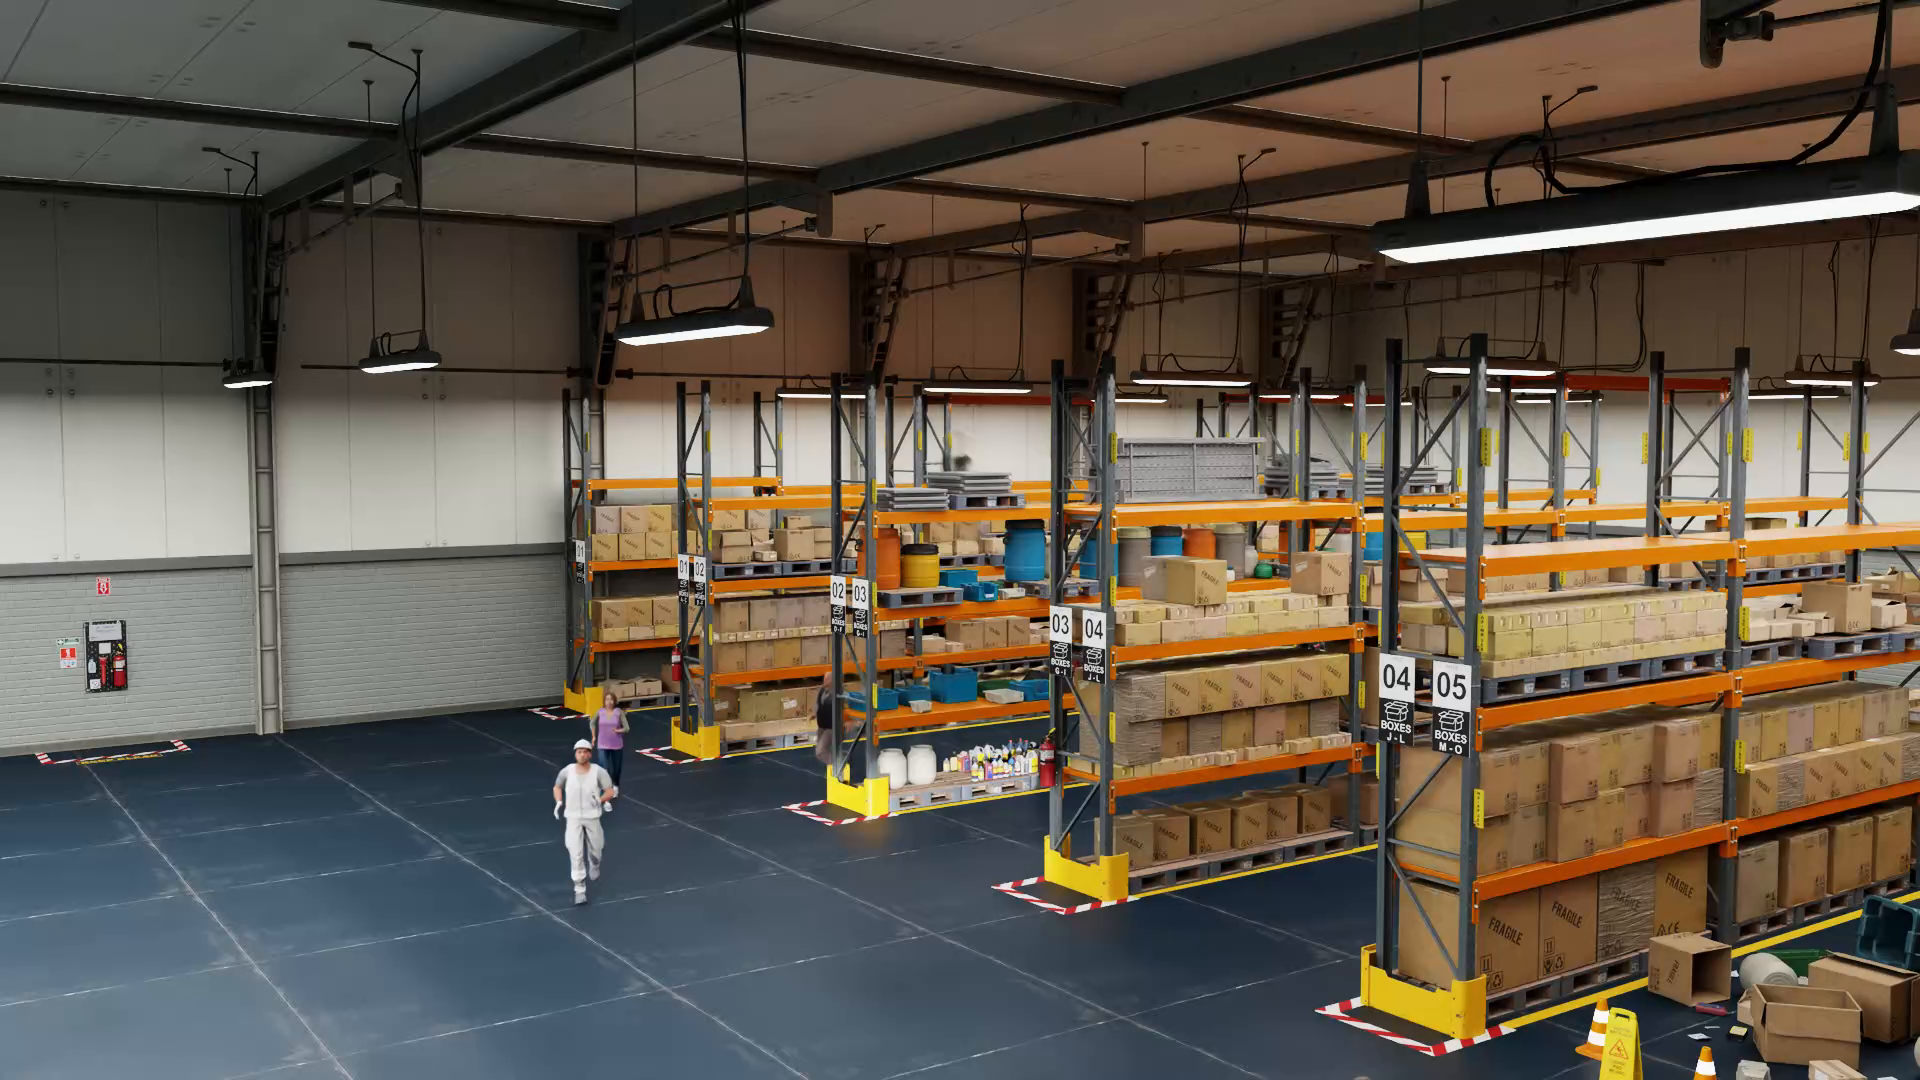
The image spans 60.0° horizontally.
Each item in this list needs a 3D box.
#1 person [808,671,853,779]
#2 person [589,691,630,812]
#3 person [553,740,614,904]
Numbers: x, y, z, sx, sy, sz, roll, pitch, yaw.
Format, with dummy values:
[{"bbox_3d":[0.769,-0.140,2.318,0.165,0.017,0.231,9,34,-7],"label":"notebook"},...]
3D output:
[{"bbox_3d":[-1.895,2.743,24.415,0.679,1.662,0.698,-4,5,-44],"label":"person"},{"bbox_3d":[-4.827,2.873,22.922,0.536,1.585,0.880,-1,4,-14],"label":"person"},{"bbox_3d":[-4.190,3.097,18.504,0.669,1.761,0.876,-1,4,-9],"label":"person"}]
